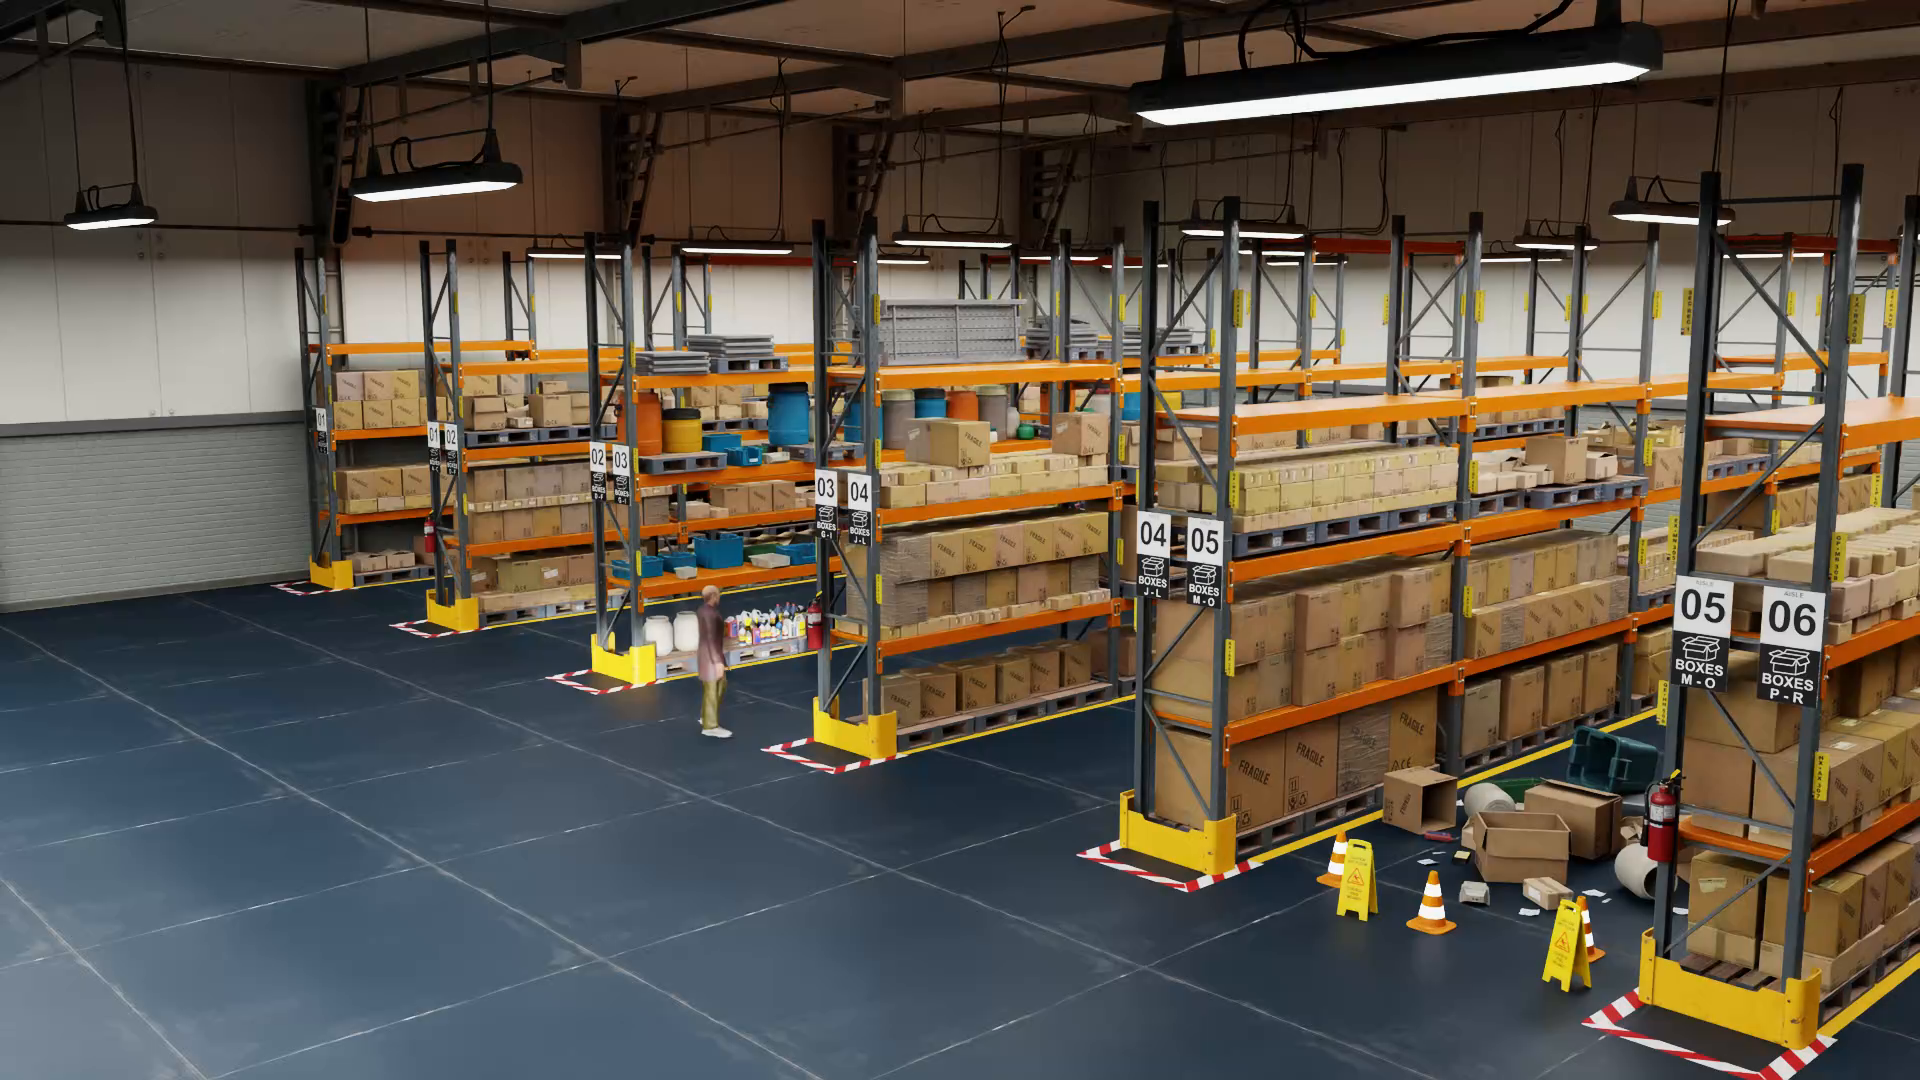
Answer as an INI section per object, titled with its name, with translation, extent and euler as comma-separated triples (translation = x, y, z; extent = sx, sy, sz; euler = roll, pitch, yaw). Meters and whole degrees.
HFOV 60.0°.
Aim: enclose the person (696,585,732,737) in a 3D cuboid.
[person]
translation = -2.911, 1.456, 19.646
extent = 0.391, 1.860, 0.658
euler = -1, 8, -8
